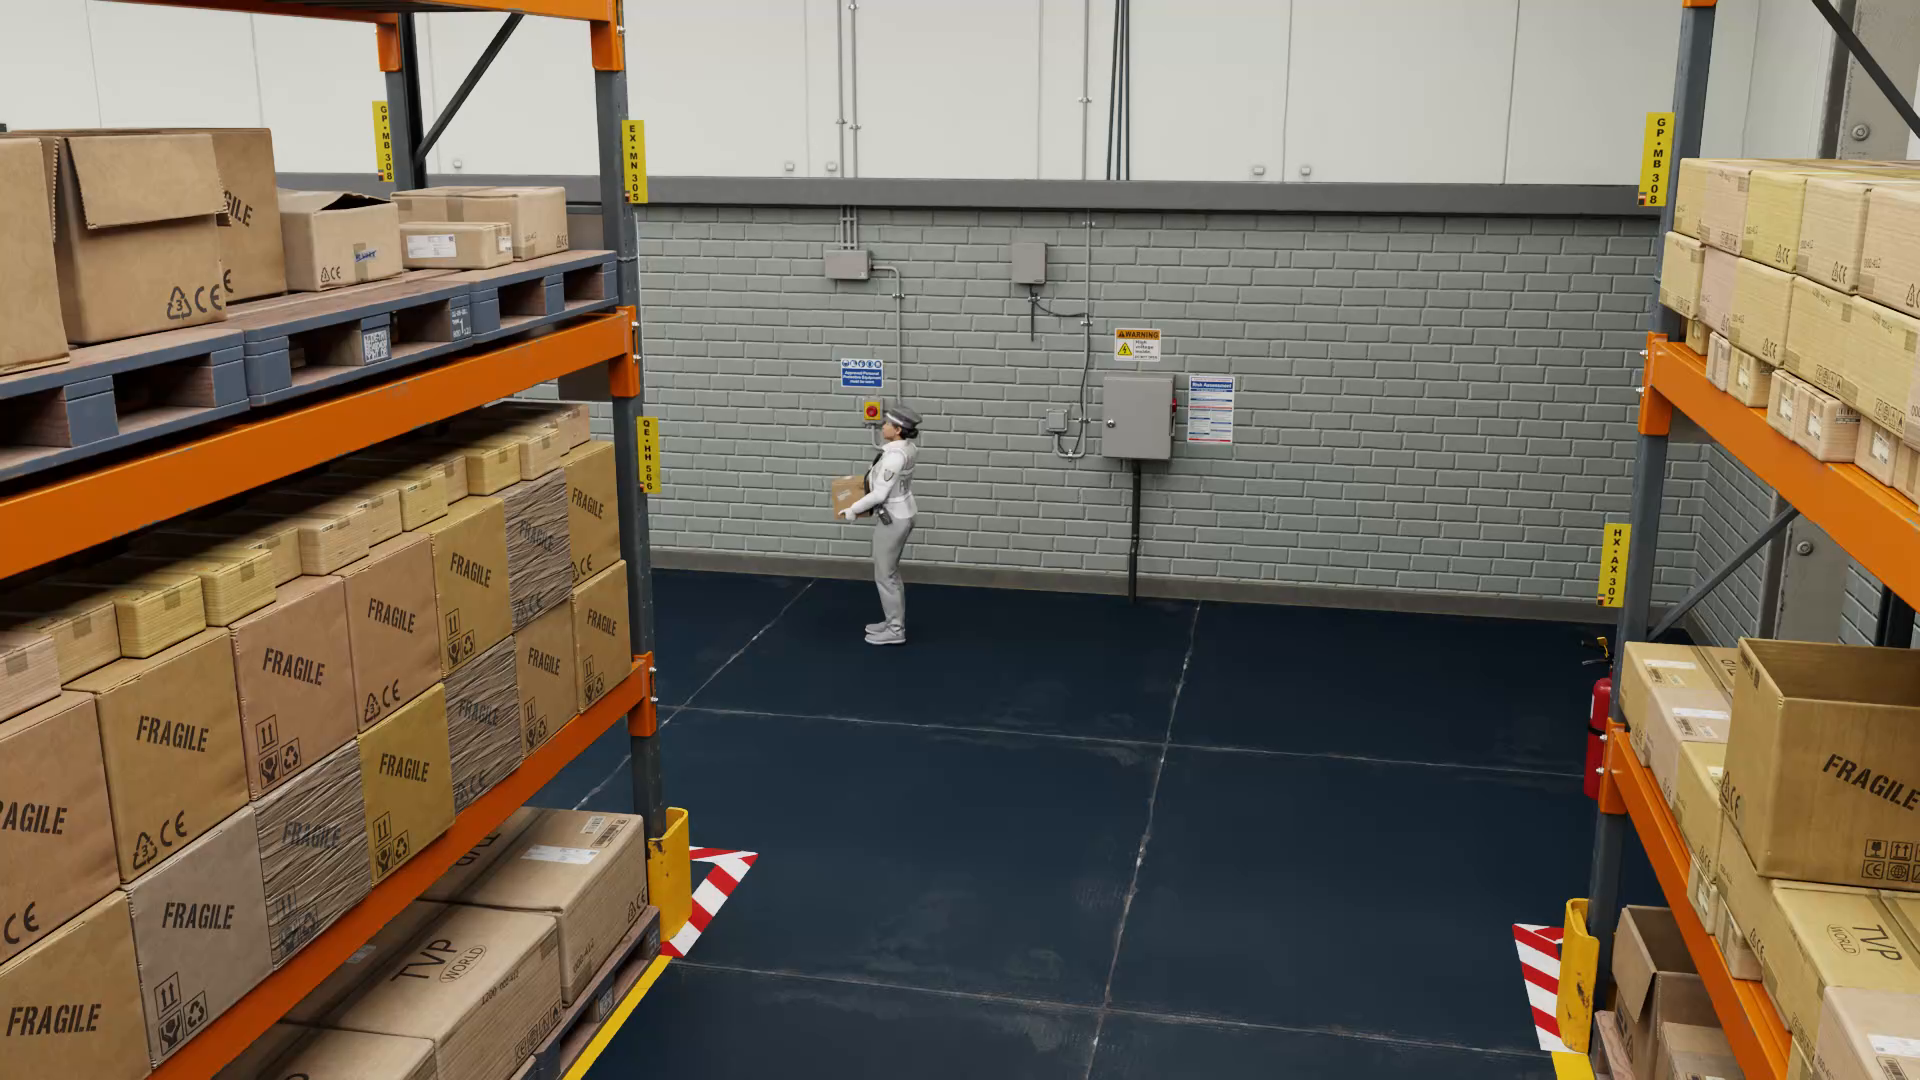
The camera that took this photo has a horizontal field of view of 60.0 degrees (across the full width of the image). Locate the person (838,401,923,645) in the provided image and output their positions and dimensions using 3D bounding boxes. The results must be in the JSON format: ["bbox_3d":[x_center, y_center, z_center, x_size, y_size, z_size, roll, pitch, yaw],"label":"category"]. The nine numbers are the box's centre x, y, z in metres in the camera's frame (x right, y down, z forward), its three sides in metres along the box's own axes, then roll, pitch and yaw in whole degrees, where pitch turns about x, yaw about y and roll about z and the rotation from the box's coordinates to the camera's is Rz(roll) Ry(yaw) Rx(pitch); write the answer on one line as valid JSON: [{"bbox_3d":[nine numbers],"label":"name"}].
[{"bbox_3d":[-0.529,-0.128,11.447,0.564,1.686,0.460,3,15,11],"label":"person"}]
